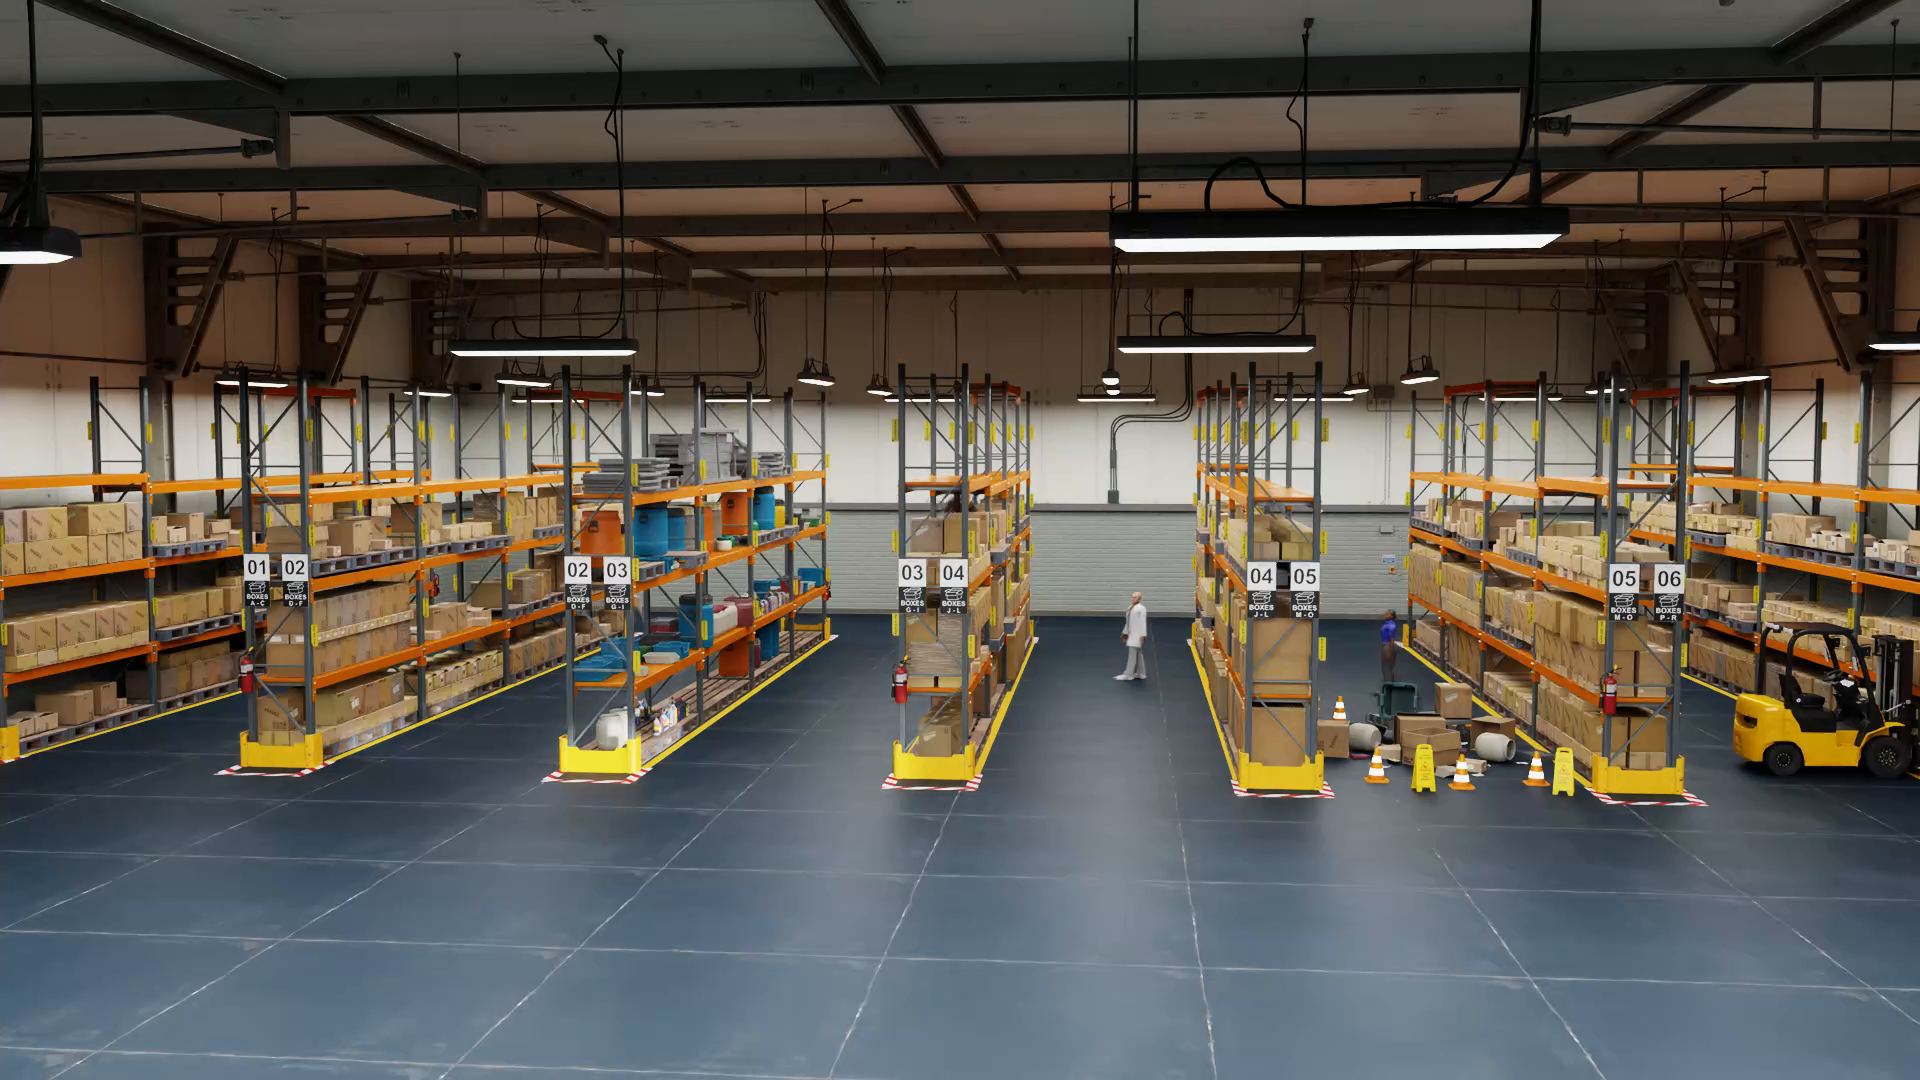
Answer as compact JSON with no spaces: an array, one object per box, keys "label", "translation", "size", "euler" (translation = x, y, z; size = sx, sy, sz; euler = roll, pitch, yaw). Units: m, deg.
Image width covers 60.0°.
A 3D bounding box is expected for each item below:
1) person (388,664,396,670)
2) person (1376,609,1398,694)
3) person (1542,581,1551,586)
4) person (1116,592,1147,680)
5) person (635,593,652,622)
[{"label":"person","translation":[-11.401,1.993,33.045],"size":[0.630,1.794,0.502],"euler":[-3,5,-41]},{"label":"person","translation":[8.205,2.143,31.831],"size":[0.406,1.661,0.487],"euler":[2,4,28]},{"label":"person","translation":[14.734,1.499,42.092],"size":[0.500,1.620,0.386],"euler":[0,4,-5]},{"label":"person","translation":[3.459,1.944,33.794],"size":[0.689,1.766,0.593],"euler":[-1,4,-9]},{"label":"person","translation":[-8.548,1.346,43.665],"size":[1.045,1.666,0.668],"euler":[0,4,7]}]
